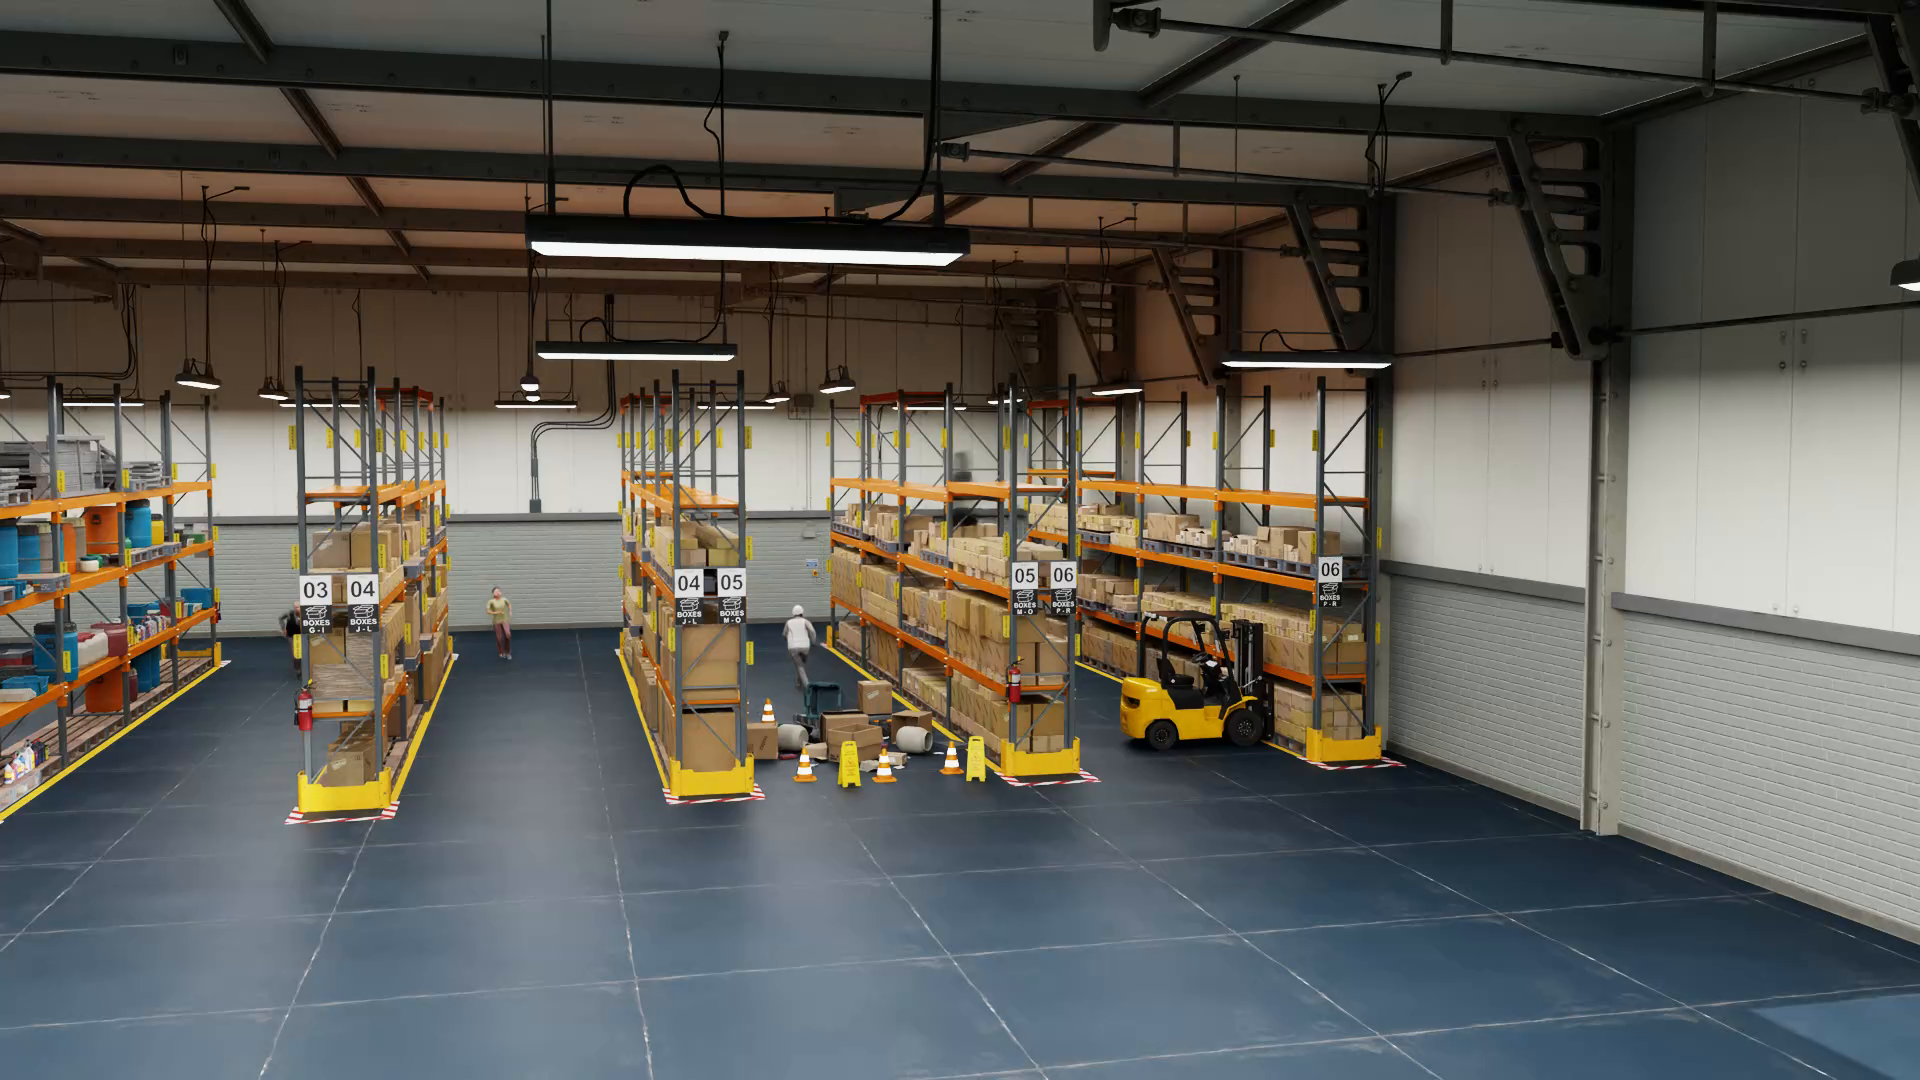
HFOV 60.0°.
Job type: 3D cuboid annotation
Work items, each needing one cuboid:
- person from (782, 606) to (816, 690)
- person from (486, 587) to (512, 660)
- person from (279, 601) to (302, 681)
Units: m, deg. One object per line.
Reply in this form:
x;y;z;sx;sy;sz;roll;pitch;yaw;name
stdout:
-3.195;2.194;33.107;0.661;1.724;0.871;-1;3;-11;person
-10.529;1.924;38.023;0.586;1.694;0.649;-1;4;-21;person
-14.010;2.104;35.132;0.691;1.680;1.002;-1;4;-24;person
